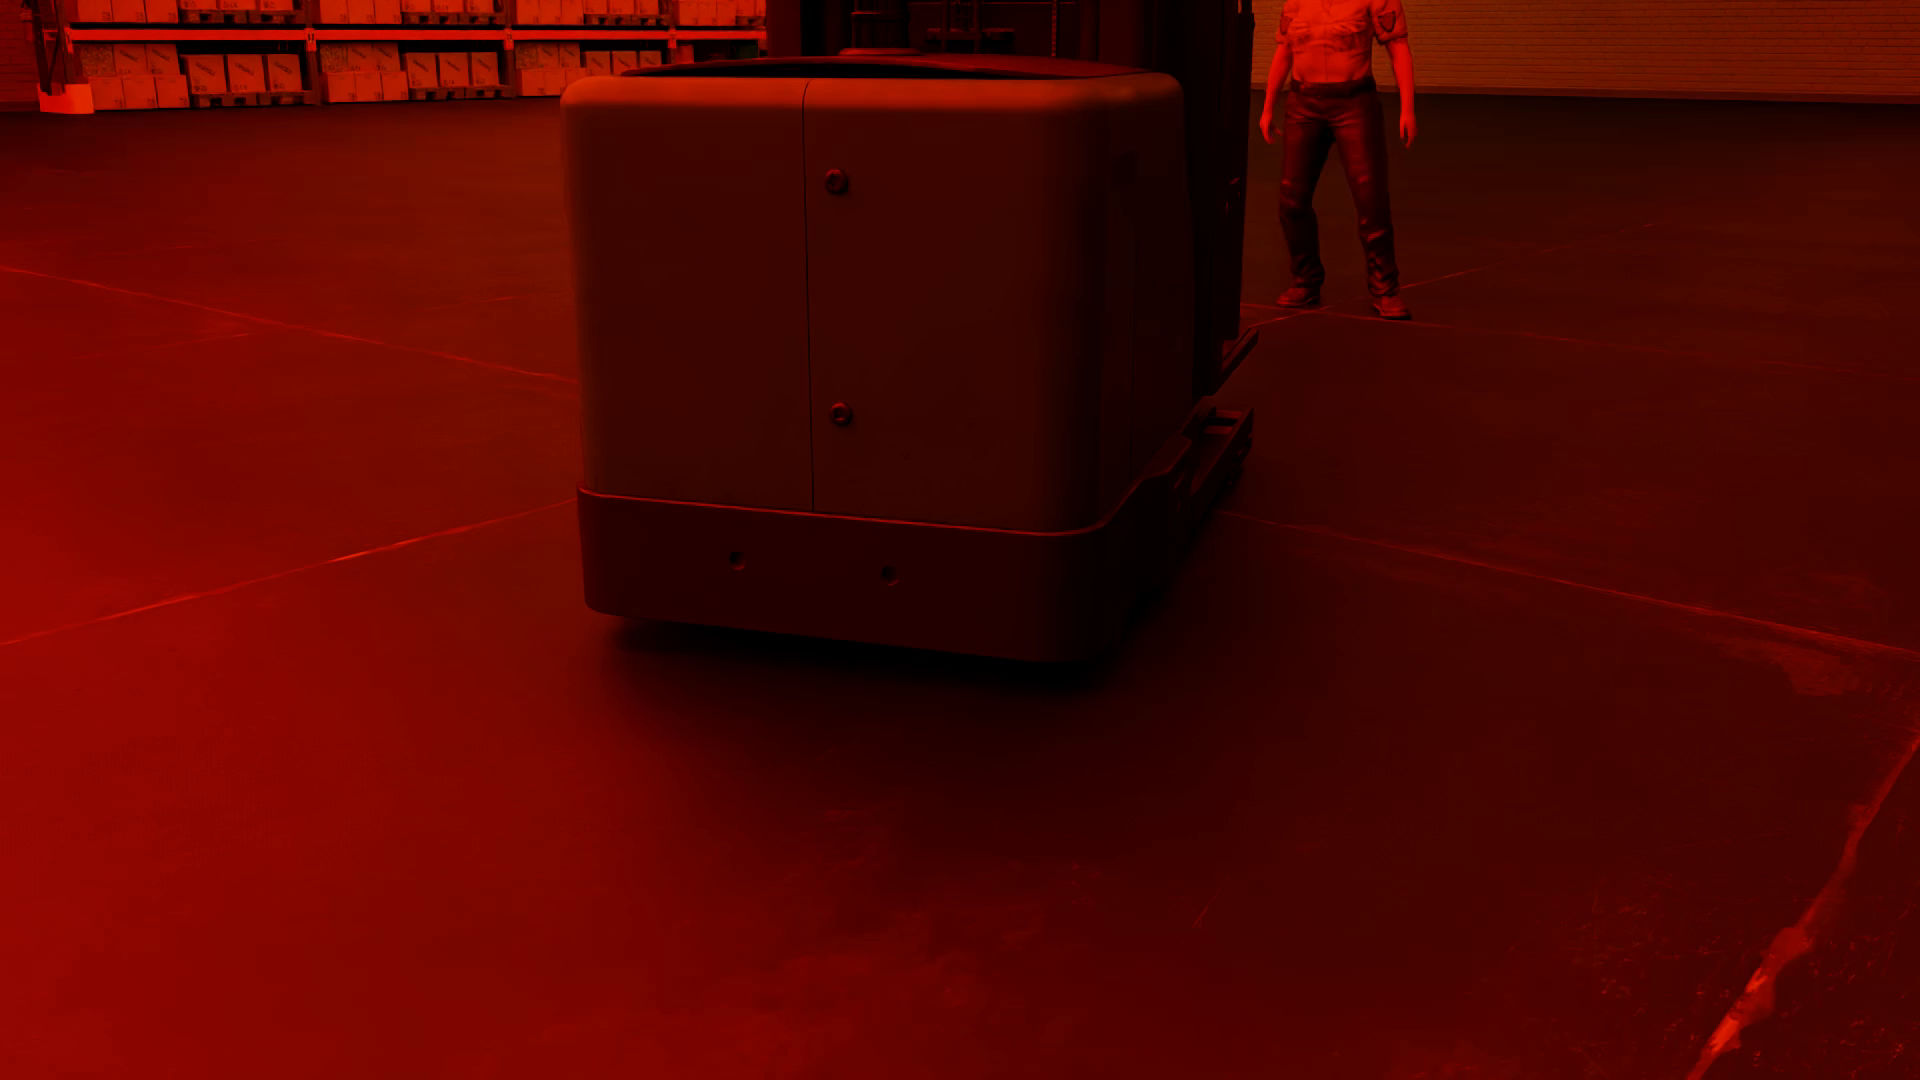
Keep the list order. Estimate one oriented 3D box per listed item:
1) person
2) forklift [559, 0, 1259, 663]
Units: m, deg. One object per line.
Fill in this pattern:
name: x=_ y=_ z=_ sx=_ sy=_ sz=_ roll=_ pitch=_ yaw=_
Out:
person: x=1.627 y=-1.789 z=7.084 sx=0.797 sy=1.609 sz=0.370 roll=11 pitch=20 yaw=31
forklift: x=0.182 y=-1.571 z=4.072 sx=1.130 sy=2.935 sz=3.031 roll=5 pitch=18 yaw=17
